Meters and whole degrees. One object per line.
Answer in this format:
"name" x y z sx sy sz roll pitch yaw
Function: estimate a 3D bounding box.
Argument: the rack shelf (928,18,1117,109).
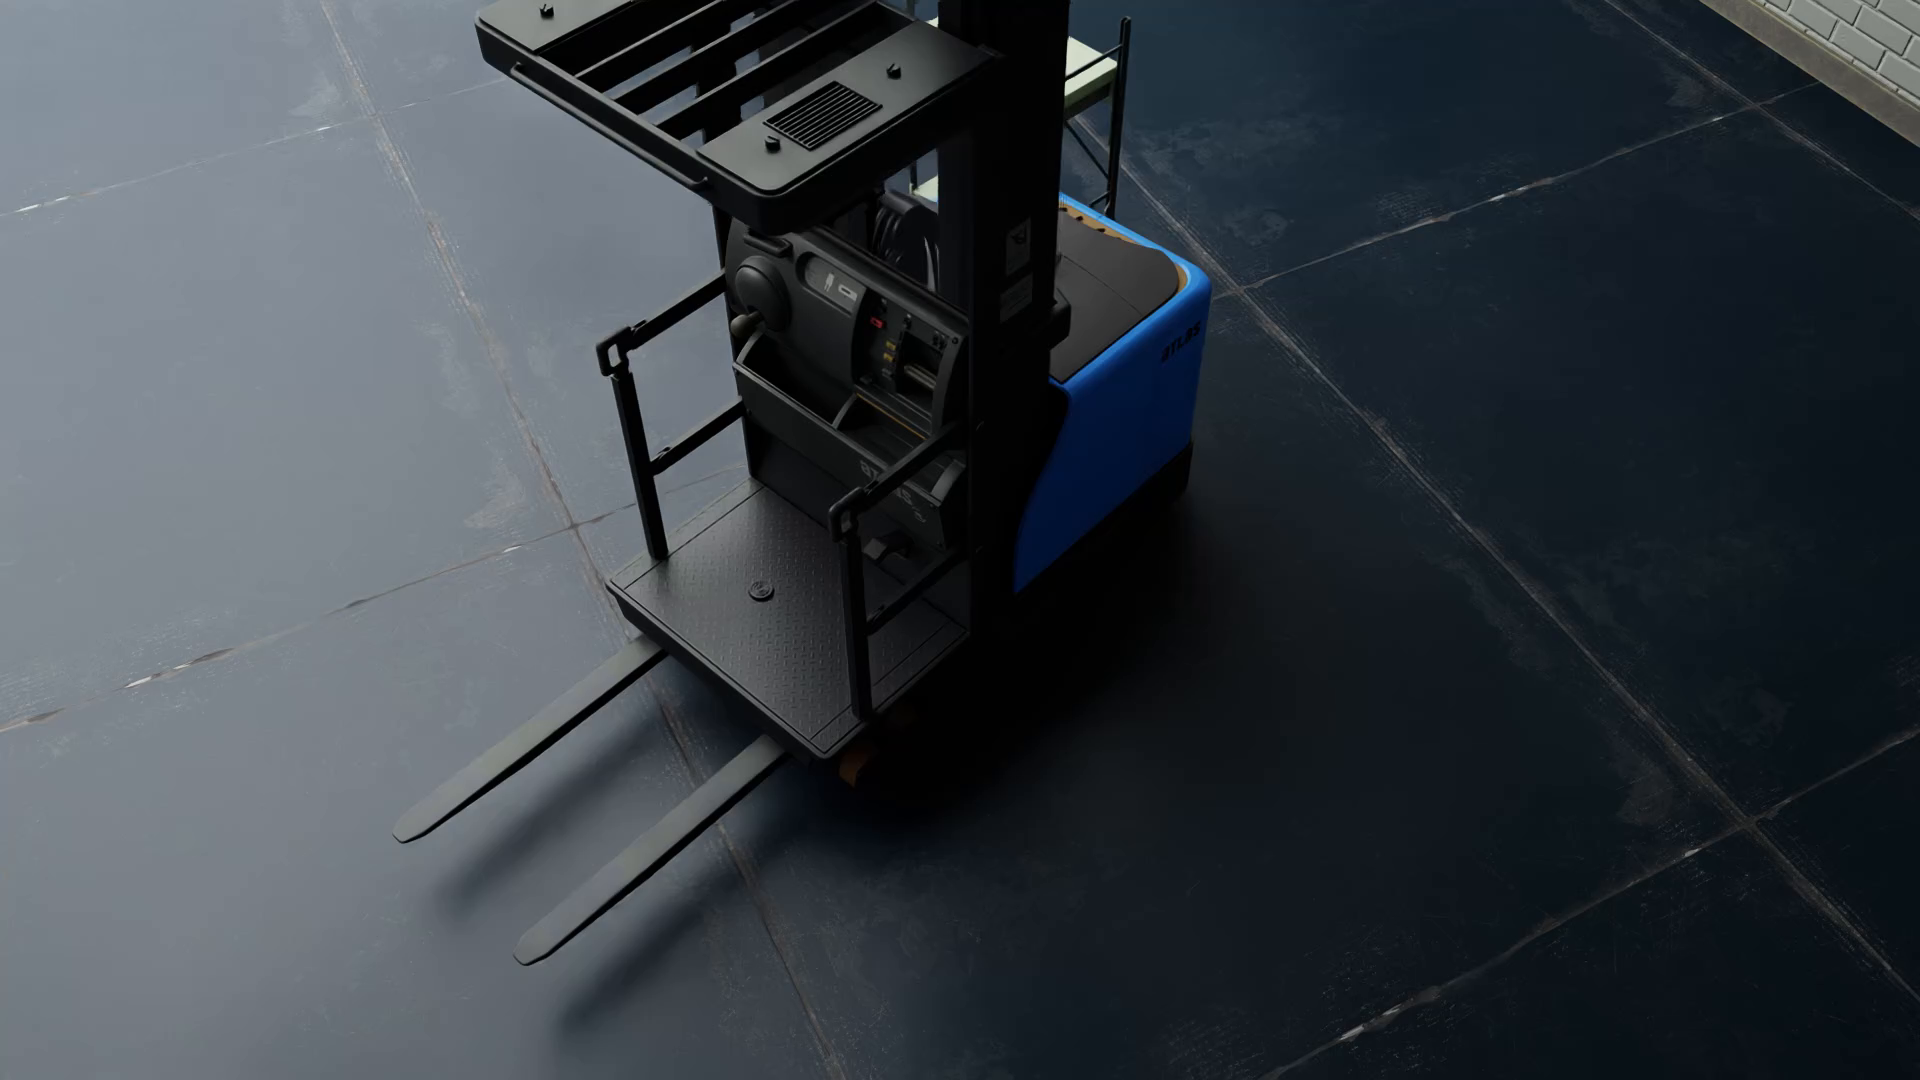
"rack shelf" 0.199 -1.790 6.123 0.368 0.052 0.686 -36 58 -27

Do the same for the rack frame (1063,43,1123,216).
"rack frame" 0.455 -1.249 6.346 0.380 1.308 0.010 -36 58 -27

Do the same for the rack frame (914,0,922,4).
"rack frame" -0.056 -1.643 6.691 0.380 1.308 0.010 -36 58 -27

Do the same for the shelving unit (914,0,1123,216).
"shelving unit" 0.200 -1.446 6.518 0.380 1.308 0.742 -36 58 -27

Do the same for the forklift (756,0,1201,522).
"forklift" -0.504 -0.585 4.815 1.109 2.935 3.031 35 57 26
